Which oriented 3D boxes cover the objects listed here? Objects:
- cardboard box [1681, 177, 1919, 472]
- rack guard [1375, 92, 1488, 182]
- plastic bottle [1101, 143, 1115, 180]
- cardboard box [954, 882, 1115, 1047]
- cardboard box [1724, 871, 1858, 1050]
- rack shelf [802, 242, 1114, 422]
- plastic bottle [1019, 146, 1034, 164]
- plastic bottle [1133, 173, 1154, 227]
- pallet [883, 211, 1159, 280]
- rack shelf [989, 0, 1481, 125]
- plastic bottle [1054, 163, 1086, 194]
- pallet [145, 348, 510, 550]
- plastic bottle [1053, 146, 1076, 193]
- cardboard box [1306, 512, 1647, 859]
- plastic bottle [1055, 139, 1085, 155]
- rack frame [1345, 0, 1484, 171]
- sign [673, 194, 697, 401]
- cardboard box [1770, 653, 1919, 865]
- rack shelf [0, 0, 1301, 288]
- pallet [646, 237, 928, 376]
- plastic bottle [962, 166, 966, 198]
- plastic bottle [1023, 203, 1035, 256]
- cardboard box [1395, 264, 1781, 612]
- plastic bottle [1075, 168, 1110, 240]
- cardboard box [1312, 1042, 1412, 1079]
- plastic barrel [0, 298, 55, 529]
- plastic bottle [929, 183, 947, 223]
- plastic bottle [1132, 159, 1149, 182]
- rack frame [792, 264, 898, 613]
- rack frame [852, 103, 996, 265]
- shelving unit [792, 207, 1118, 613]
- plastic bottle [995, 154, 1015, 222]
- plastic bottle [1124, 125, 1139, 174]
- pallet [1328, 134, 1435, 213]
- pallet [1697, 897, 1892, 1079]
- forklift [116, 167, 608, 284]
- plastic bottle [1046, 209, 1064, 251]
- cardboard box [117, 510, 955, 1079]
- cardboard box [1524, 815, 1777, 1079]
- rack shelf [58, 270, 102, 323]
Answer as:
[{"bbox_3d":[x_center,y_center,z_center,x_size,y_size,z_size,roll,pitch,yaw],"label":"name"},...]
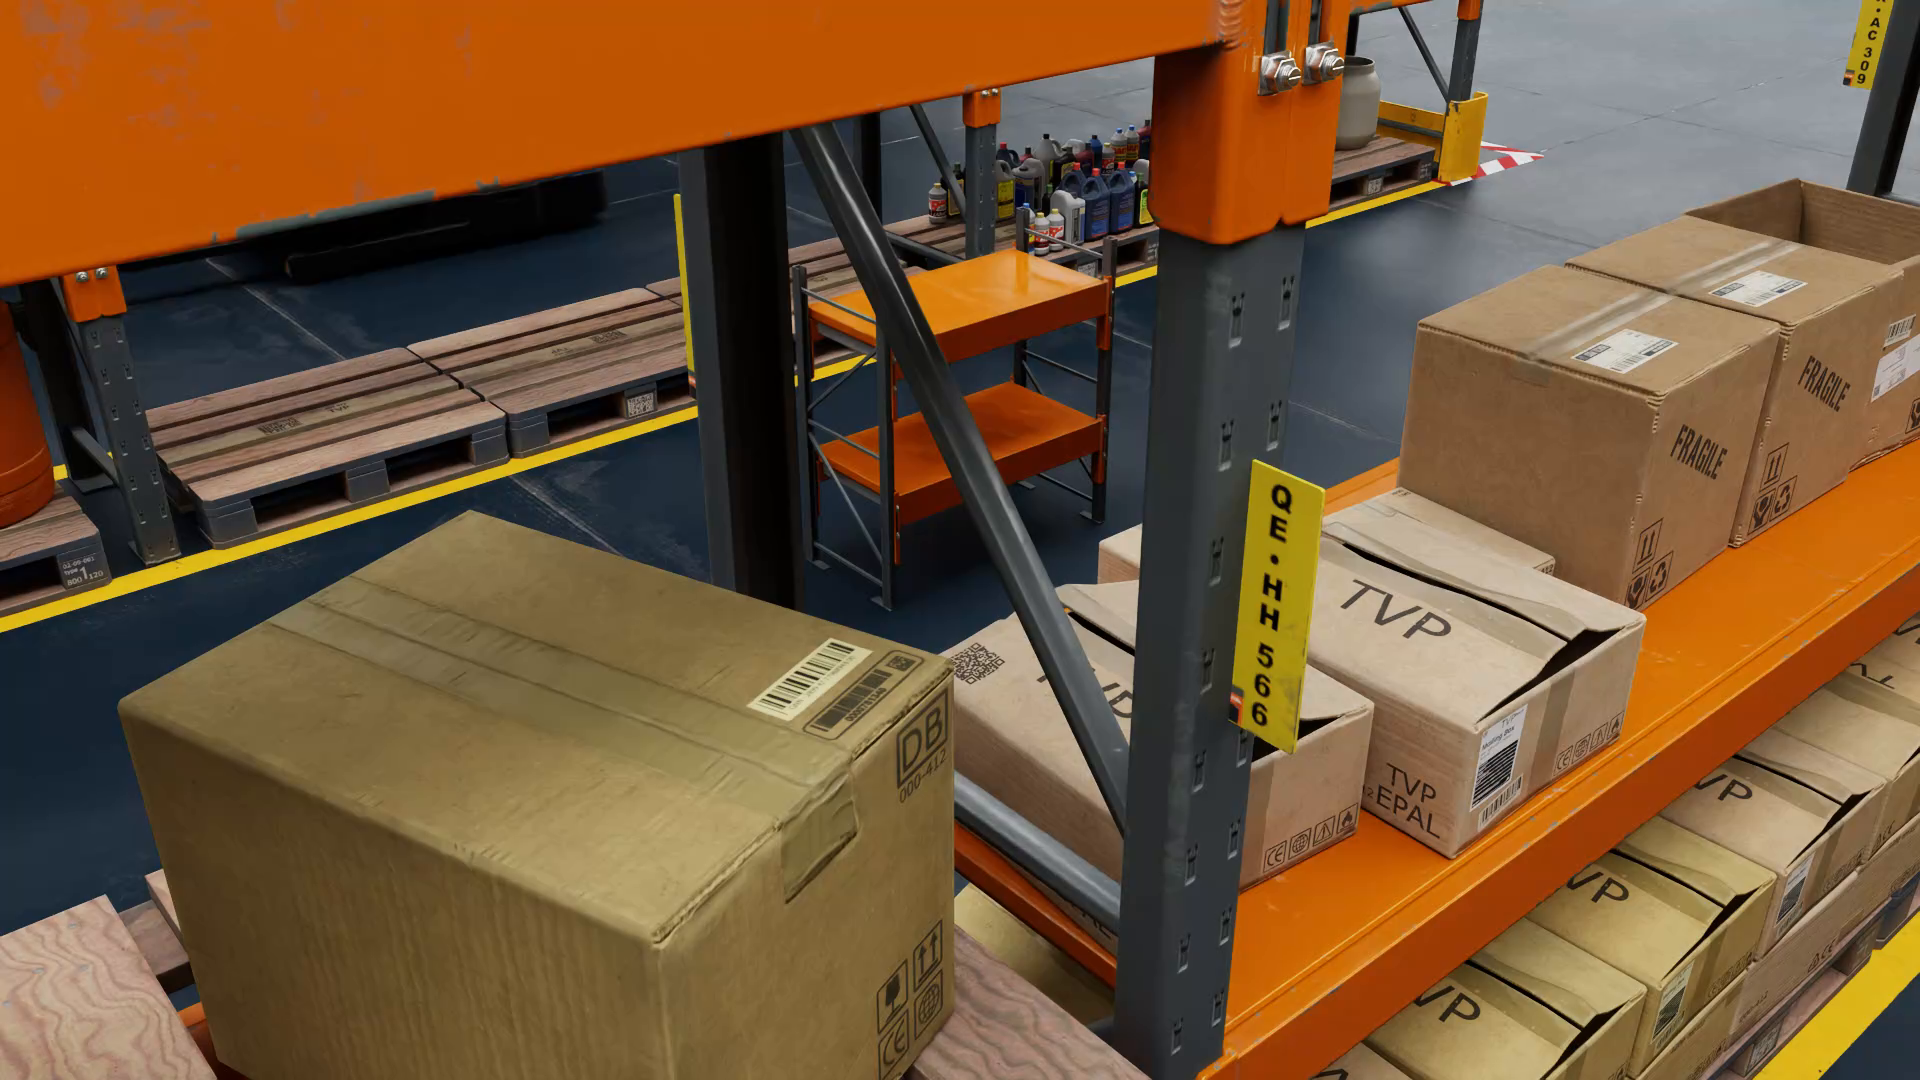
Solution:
[{"bbox_3d":[2.022,-0.518,3.931,0.500,0.500,0.500,-19,34,-31],"label":"cardboard box"},{"bbox_3d":[2.821,-2.723,10.814,0.348,0.500,1.175,-22,35,-35],"label":"rack guard"},{"bbox_3d":[0.855,-2.216,9.717,0.097,0.201,0.097,0,28,0],"label":"plastic bottle"},{"bbox_3d":[0.213,0.891,3.277,0.500,0.311,0.500,-21,34,-34],"label":"cardboard box"},{"bbox_3d":[1.728,0.860,3.930,0.500,0.250,0.500,-21,35,-34],"label":"cardboard box"},{"bbox_3d":[-0.005,-0.752,5.843,1.000,0.278,0.538,-22,35,-35],"label":"rack shelf"},{"bbox_3d":[0.351,-2.061,9.340,0.133,0.283,0.061,-19,34,-32],"label":"plastic bottle"},{"bbox_3d":[0.985,-1.829,8.905,0.133,0.283,0.061,-20,34,-33],"label":"plastic bottle"},{"bbox_3d":[0.344,-1.602,9.024,1.213,0.211,1.003,-22,35,-35],"label":"pallet"},{"bbox_3d":[1.327,-2.936,9.325,4.000,0.370,1.077,-22,35,-35],"label":"rack shelf"},{"bbox_3d":[0.596,-1.817,8.811,0.185,0.351,0.144,-22,35,-35],"label":"plastic bottle"},{"bbox_3d":[-2.623,-0.411,6.795,1.213,0.211,1.003,-22,35,-35],"label":"pallet"},{"bbox_3d":[0.586,-2.066,9.350,0.133,0.283,0.061,-22,35,-35],"label":"plastic bottle"},{"bbox_3d":[0.781,0.195,2.798,0.500,0.311,0.500,-22,35,-35],"label":"cardboard box"},{"bbox_3d":[0.626,-2.140,9.496,0.135,0.276,0.152,-21,35,-34],"label":"plastic bottle"},{"bbox_3d":[2.849,-3.865,10.300,0.127,3.000,1.000,-22,35,-35],"label":"rack frame"},{"bbox_3d":[-0.388,-0.349,2.493,0.005,0.325,0.100,-22,35,-35],"label":"sign"},{"bbox_3d":[2.123,0.456,4.091,0.500,0.311,0.500,-22,35,-35],"label":"cardboard box"},{"bbox_3d":[-1.547,-0.034,0.713,4.000,0.370,1.077,-22,35,-35],"label":"rack shelf"},{"bbox_3d":[-0.767,-1.157,8.192,1.213,0.211,1.003,-22,35,-35],"label":"pallet"},{"bbox_3d":[0.109,-1.968,9.093,0.185,0.351,0.144,-23,36,-36],"label":"plastic bottle"},{"bbox_3d":[0.333,-1.573,8.438,0.097,0.271,0.097,0,28,0],"label":"plastic bottle"},{"bbox_3d":[1.241,-0.204,3.343,0.500,0.500,0.500,-24,36,-37],"label":"cardboard box"},{"bbox_3d":[0.689,-1.765,8.715,0.185,0.351,0.144,-21,34,-34],"label":"plastic bottle"},{"bbox_3d":[0.564,1.085,2.915,0.500,0.311,0.500,-21,34,-33],"label":"cardboard box"},{"bbox_3d":[-3.598,-0.490,5.842,0.708,0.830,0.600,-22,35,-35],"label":"plastic barrel"},{"bbox_3d":[-0.121,-1.824,8.983,0.097,0.201,0.097,0,28,0],"label":"plastic bottle"},{"bbox_3d":[1.041,-1.966,9.169,0.135,0.276,0.152,-22,35,-35],"label":"plastic bottle"},{"bbox_3d":[-0.392,-0.339,5.690,0.032,1.125,0.500,-22,35,-35],"label":"rack frame"},{"bbox_3d":[-0.194,-2.641,8.010,0.127,3.000,1.000,-22,35,-35],"label":"rack frame"},{"bbox_3d":[-0.005,-0.494,5.981,1.048,1.125,0.538,-22,35,-35],"label":"shelving unit"},{"bbox_3d":[0.202,-1.916,8.996,0.185,0.351,0.144,-22,35,-35],"label":"plastic bottle"},{"bbox_3d":[1.006,-2.308,9.814,0.097,0.271,0.097,0,28,0],"label":"plastic bottle"},{"bbox_3d":[2.200,-2.349,10.421,1.213,0.211,1.003,-22,35,-35],"label":"pallet"},{"bbox_3d":[1.554,0.980,4.192,1.213,0.211,1.003,-22,35,-35],"label":"pallet"},{"bbox_3d":[-3.544,-2.926,8.615,3.031,2.935,1.130,-20,34,-32],"label":"forklift"},{"bbox_3d":[0.487,-1.604,8.571,0.097,0.201,0.097,0,28,0],"label":"plastic bottle"},{"bbox_3d":[-0.431,0.363,1.836,0.700,0.500,0.500,15,32,26],"label":"cardboard box"},{"bbox_3d":[1.347,0.766,3.511,0.500,0.311,0.500,-23,36,-36],"label":"cardboard box"},{"bbox_3d":[-4.759,-0.489,4.745,4.000,0.370,1.077,-22,35,-35],"label":"rack shelf"}]
